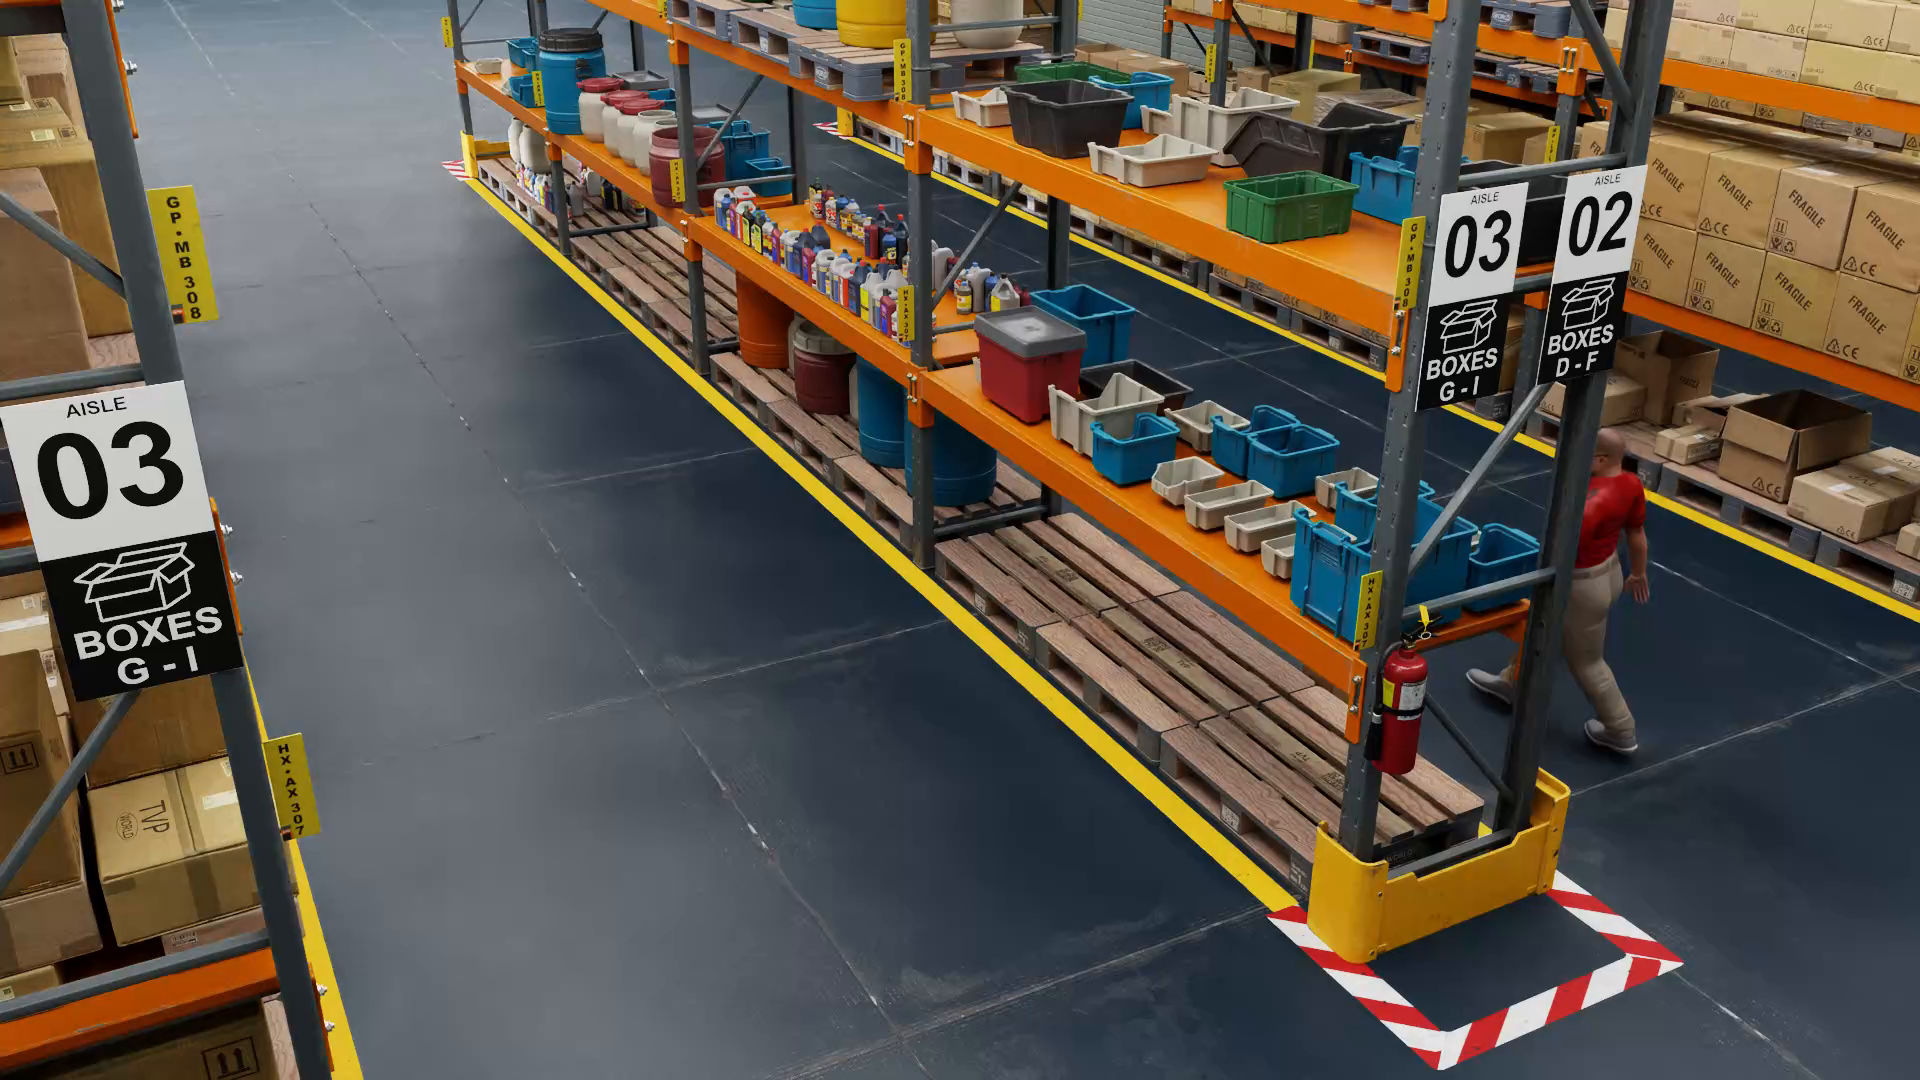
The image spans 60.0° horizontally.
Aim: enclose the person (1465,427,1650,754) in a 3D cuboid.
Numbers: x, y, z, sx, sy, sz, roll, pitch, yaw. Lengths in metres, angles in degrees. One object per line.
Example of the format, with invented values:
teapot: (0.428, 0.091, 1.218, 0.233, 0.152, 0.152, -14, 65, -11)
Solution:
person: (3.013, 0.184, 8.231, 0.965, 1.665, 0.632, 21, 33, 38)
